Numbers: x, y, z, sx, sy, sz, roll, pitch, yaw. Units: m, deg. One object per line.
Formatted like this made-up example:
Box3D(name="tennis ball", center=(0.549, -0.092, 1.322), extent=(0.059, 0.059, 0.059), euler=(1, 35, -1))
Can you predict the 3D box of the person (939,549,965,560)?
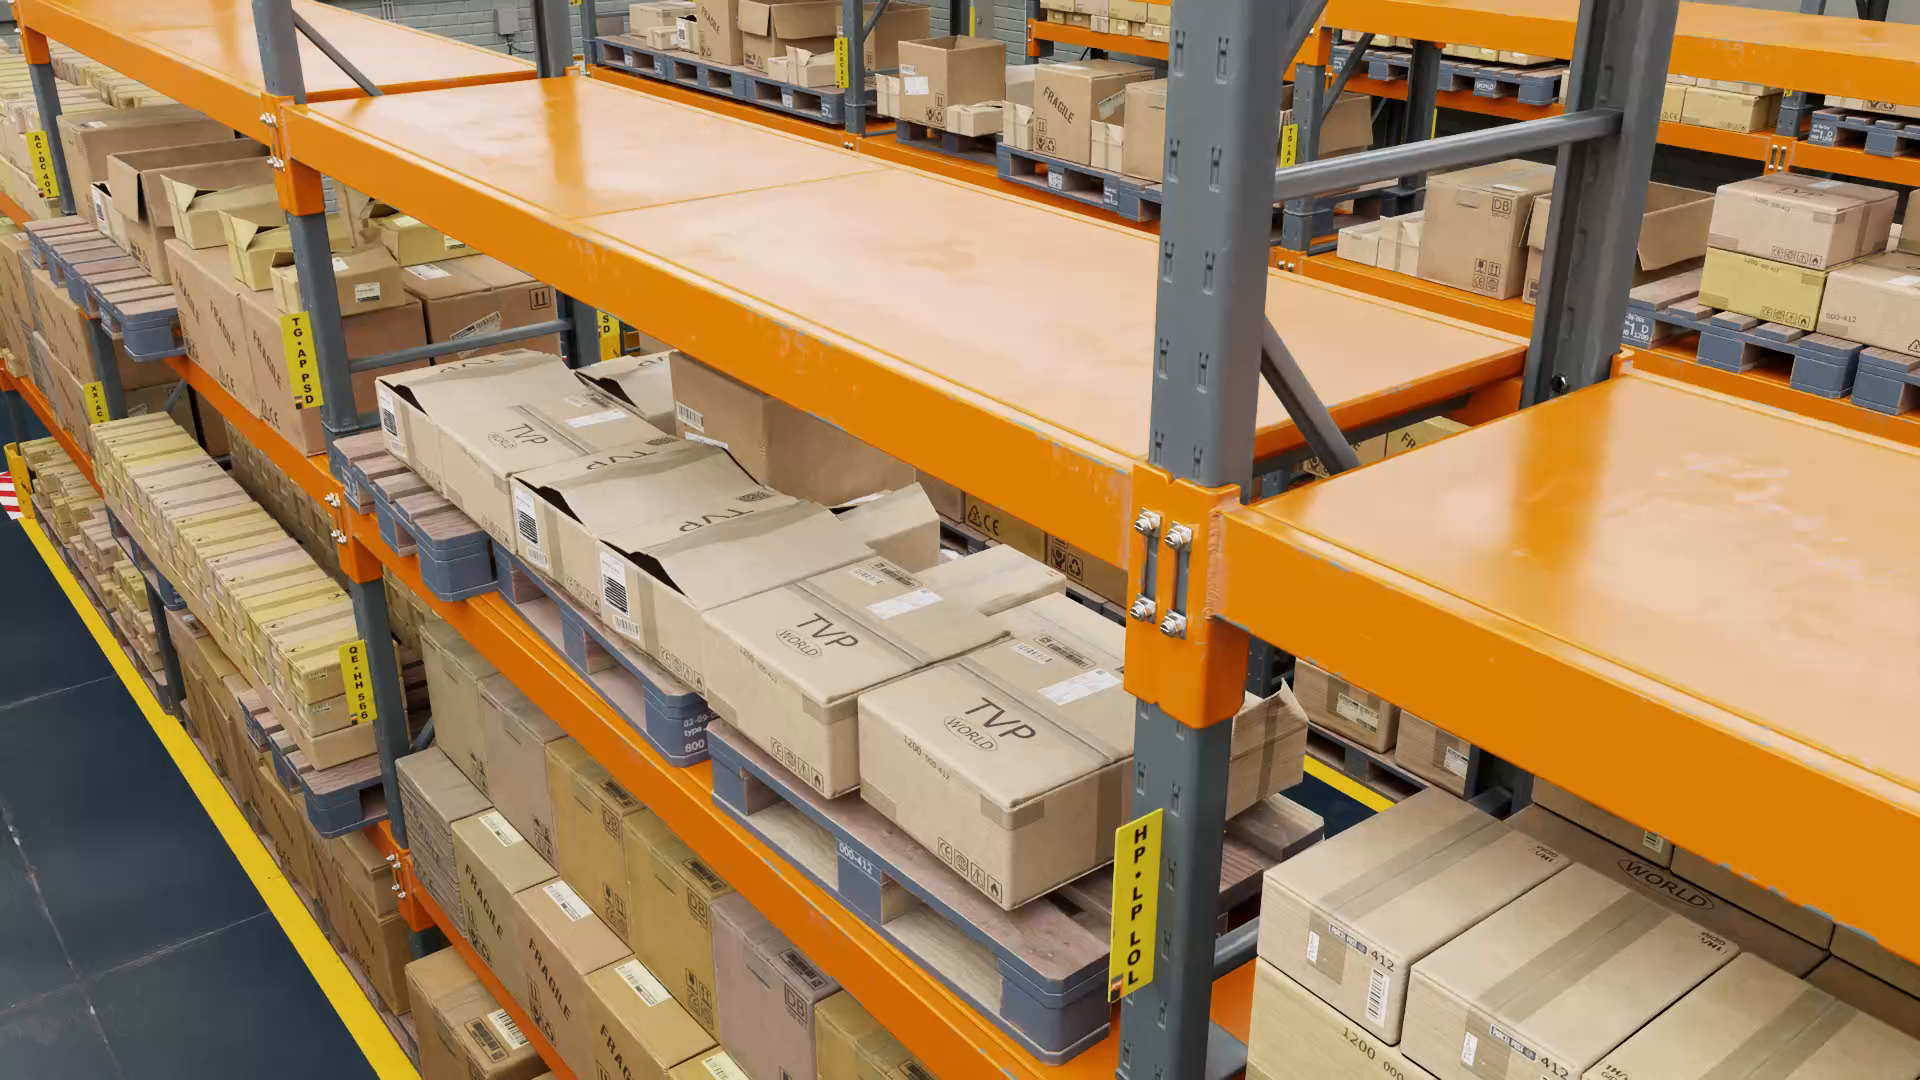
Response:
Box3D(name="person", center=(-0.286, 0.579, 9.627), extent=(0.943, 0.995, 0.588), euler=(-20, 31, -37))
